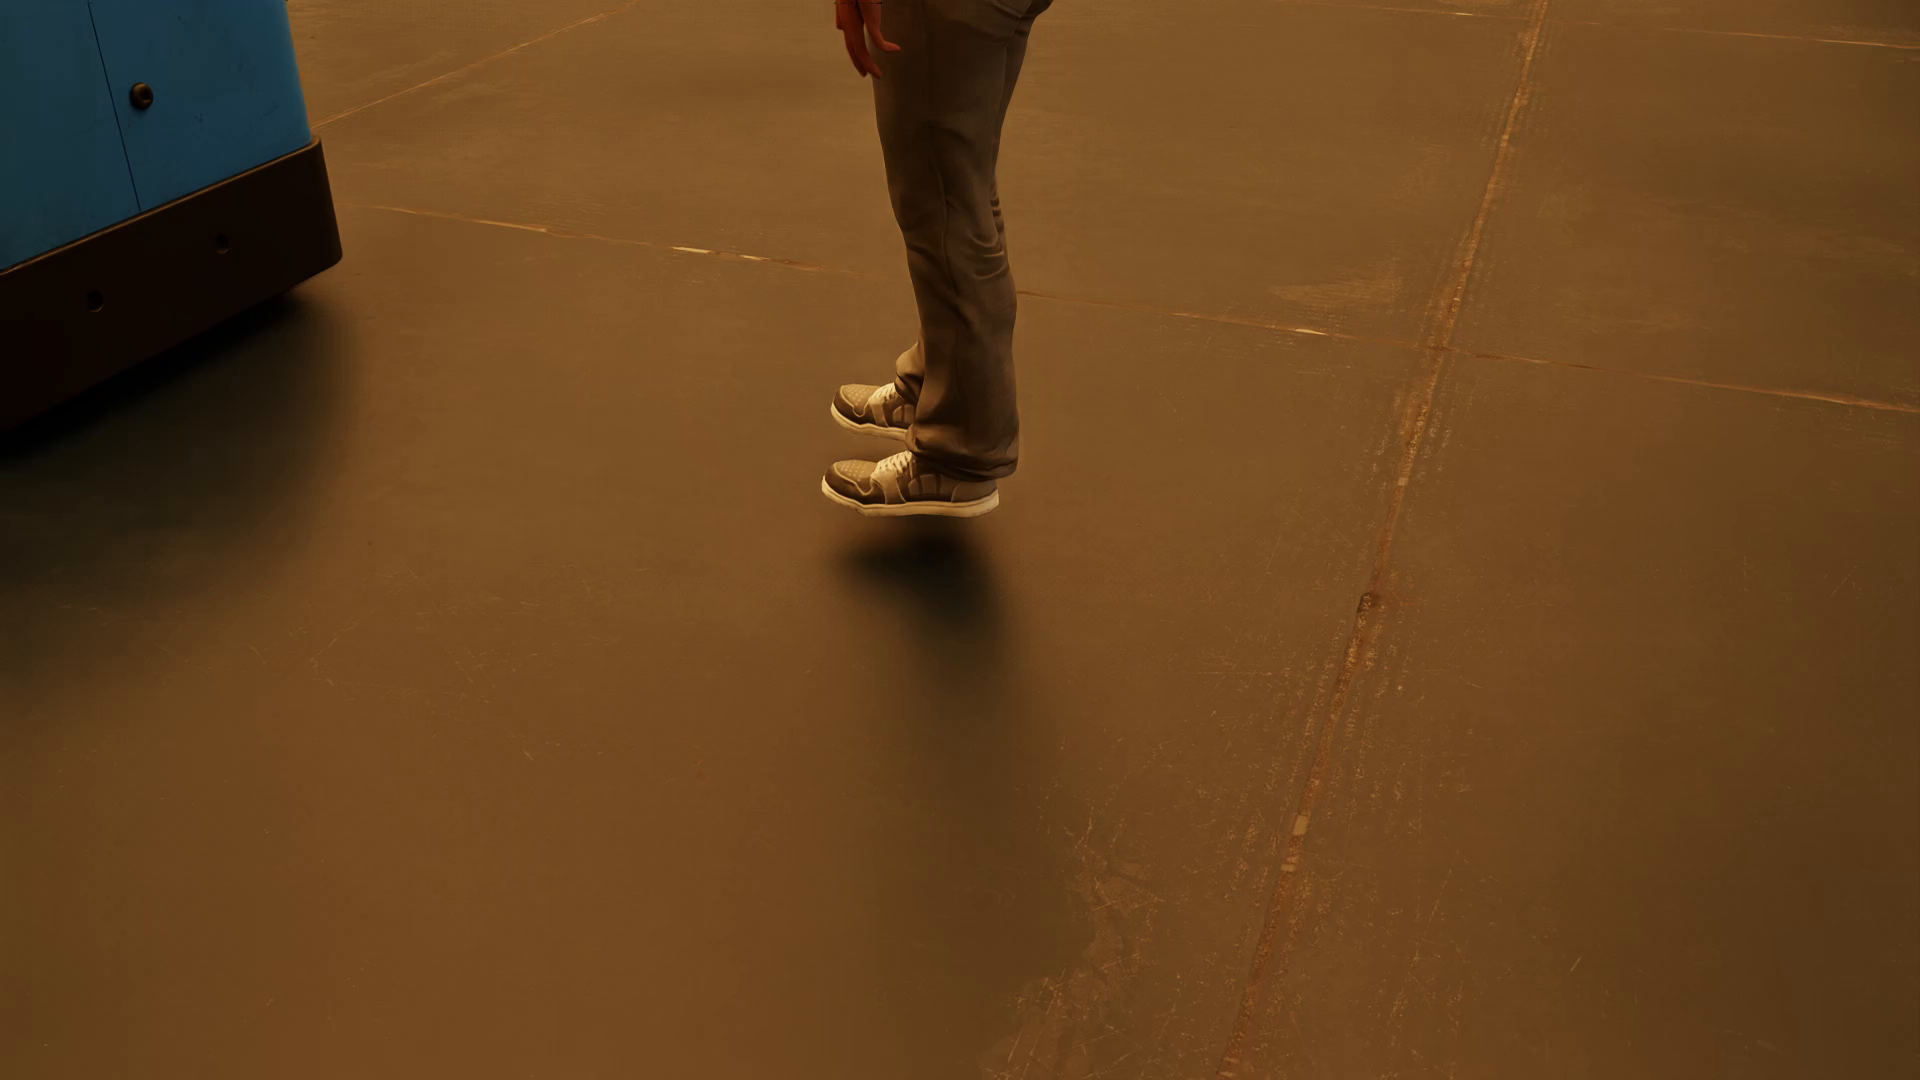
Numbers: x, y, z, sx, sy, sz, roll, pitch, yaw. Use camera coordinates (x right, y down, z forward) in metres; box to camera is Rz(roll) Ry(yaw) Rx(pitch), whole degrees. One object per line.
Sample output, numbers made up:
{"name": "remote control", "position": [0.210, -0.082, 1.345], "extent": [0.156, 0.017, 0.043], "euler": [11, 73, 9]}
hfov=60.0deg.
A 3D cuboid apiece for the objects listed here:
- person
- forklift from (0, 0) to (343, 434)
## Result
{"name": "person", "position": [-0.070, -0.654, 2.179], "extent": [0.459, 1.362, 0.516], "euler": [10, 31, 18]}
{"name": "forklift", "position": [-2.819, -1.816, 2.733], "extent": [3.031, 2.935, 1.130], "euler": [10, 31, 17]}
